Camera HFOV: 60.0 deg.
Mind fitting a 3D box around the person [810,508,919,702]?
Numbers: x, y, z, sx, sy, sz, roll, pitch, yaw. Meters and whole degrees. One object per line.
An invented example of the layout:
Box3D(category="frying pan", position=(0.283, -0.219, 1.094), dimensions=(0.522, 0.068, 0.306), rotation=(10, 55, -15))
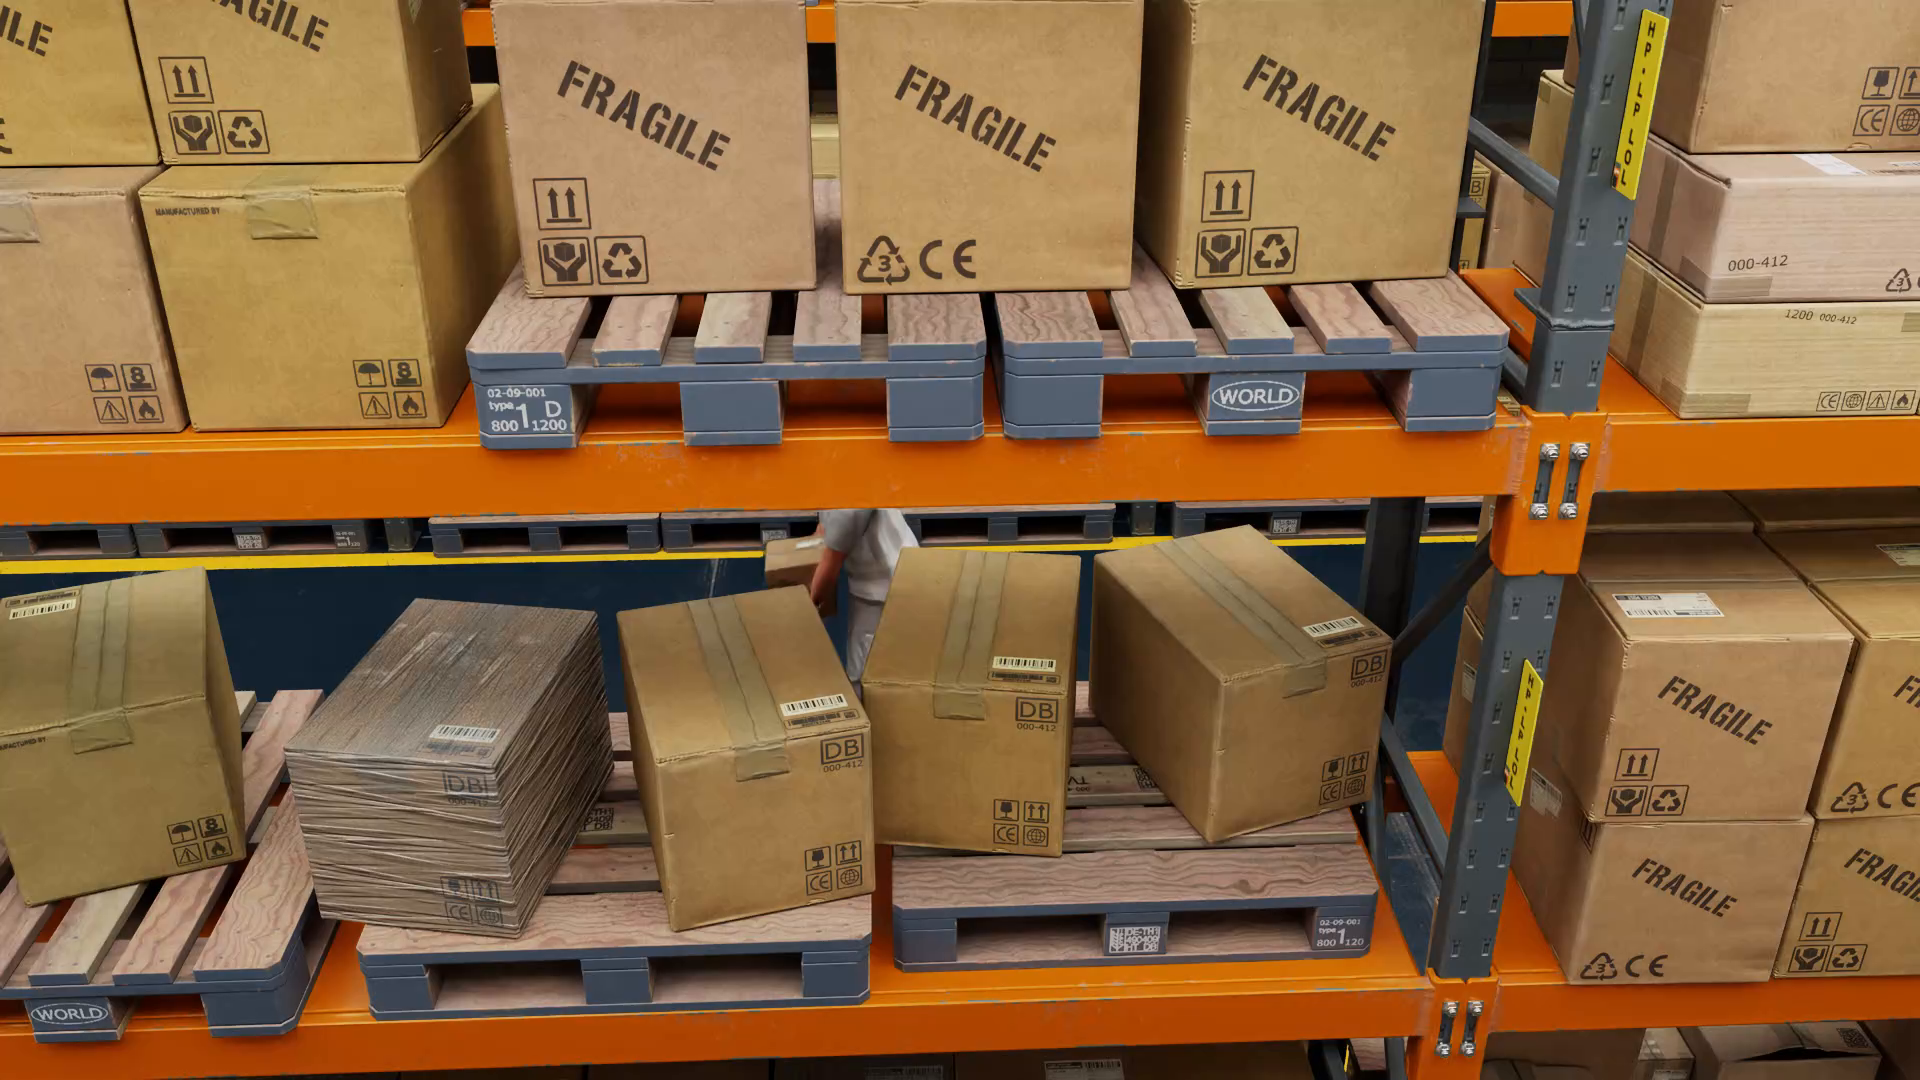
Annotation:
Box3D(category="person", position=(-0.443, 0.209, 6.733), dimensions=(0.592, 1.745, 0.489), rotation=(-2, 27, -4))
